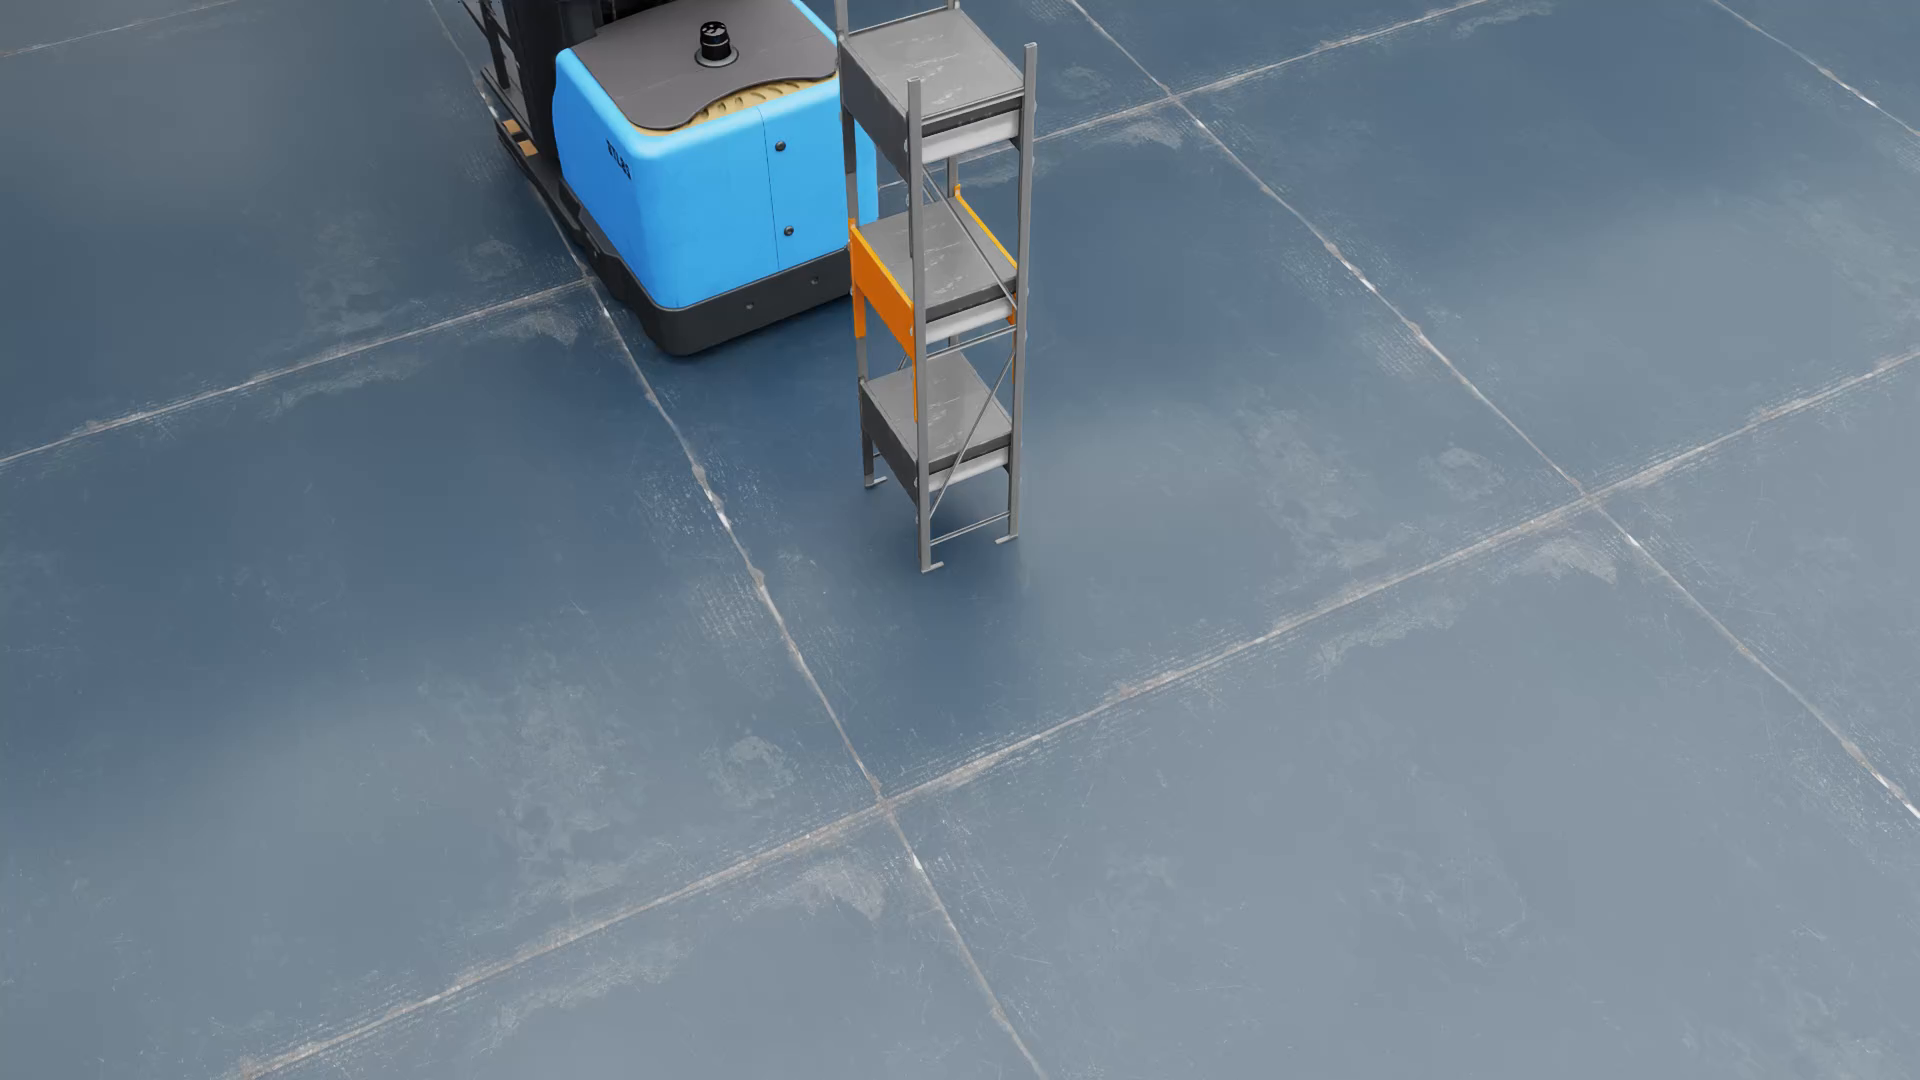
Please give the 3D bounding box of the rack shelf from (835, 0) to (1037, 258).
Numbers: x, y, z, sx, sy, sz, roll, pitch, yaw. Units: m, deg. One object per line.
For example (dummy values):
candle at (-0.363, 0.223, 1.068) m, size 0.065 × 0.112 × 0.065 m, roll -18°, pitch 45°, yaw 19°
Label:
rack shelf at (-0.076, -1.254, 5.040) m, size 0.431 × 0.518 × 0.480 m, roll -21°, pitch 52°, yaw -18°

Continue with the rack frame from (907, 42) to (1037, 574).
rack frame at (0.036, -0.639, 5.414) m, size 0.400 × 2.100 × 0.015 m, roll -21°, pitch 52°, yaw -18°

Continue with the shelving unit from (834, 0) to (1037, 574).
shelving unit at (-0.076, -0.802, 5.557) m, size 0.431 × 2.100 × 0.503 m, roll -21°, pitch 52°, yaw -18°

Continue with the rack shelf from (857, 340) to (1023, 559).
rack shelf at (-0.076, -0.332, 6.094) m, size 0.431 × 0.518 × 0.480 m, roll -21°, pitch 52°, yaw -18°

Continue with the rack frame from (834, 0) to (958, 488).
rack frame at (-0.187, -0.965, 5.699) m, size 0.400 × 2.100 × 0.015 m, roll -21°, pitch 52°, yaw -18°

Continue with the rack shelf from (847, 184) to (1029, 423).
rack shelf at (-0.076, -0.793, 5.567) m, size 0.431 × 0.518 × 0.480 m, roll -21°, pitch 52°, yaw -18°

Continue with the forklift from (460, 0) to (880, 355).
forklift at (-1.517, -2.823, 6.772) m, size 1.130 × 2.935 × 3.031 m, roll -24°, pitch 53°, yaw -20°
